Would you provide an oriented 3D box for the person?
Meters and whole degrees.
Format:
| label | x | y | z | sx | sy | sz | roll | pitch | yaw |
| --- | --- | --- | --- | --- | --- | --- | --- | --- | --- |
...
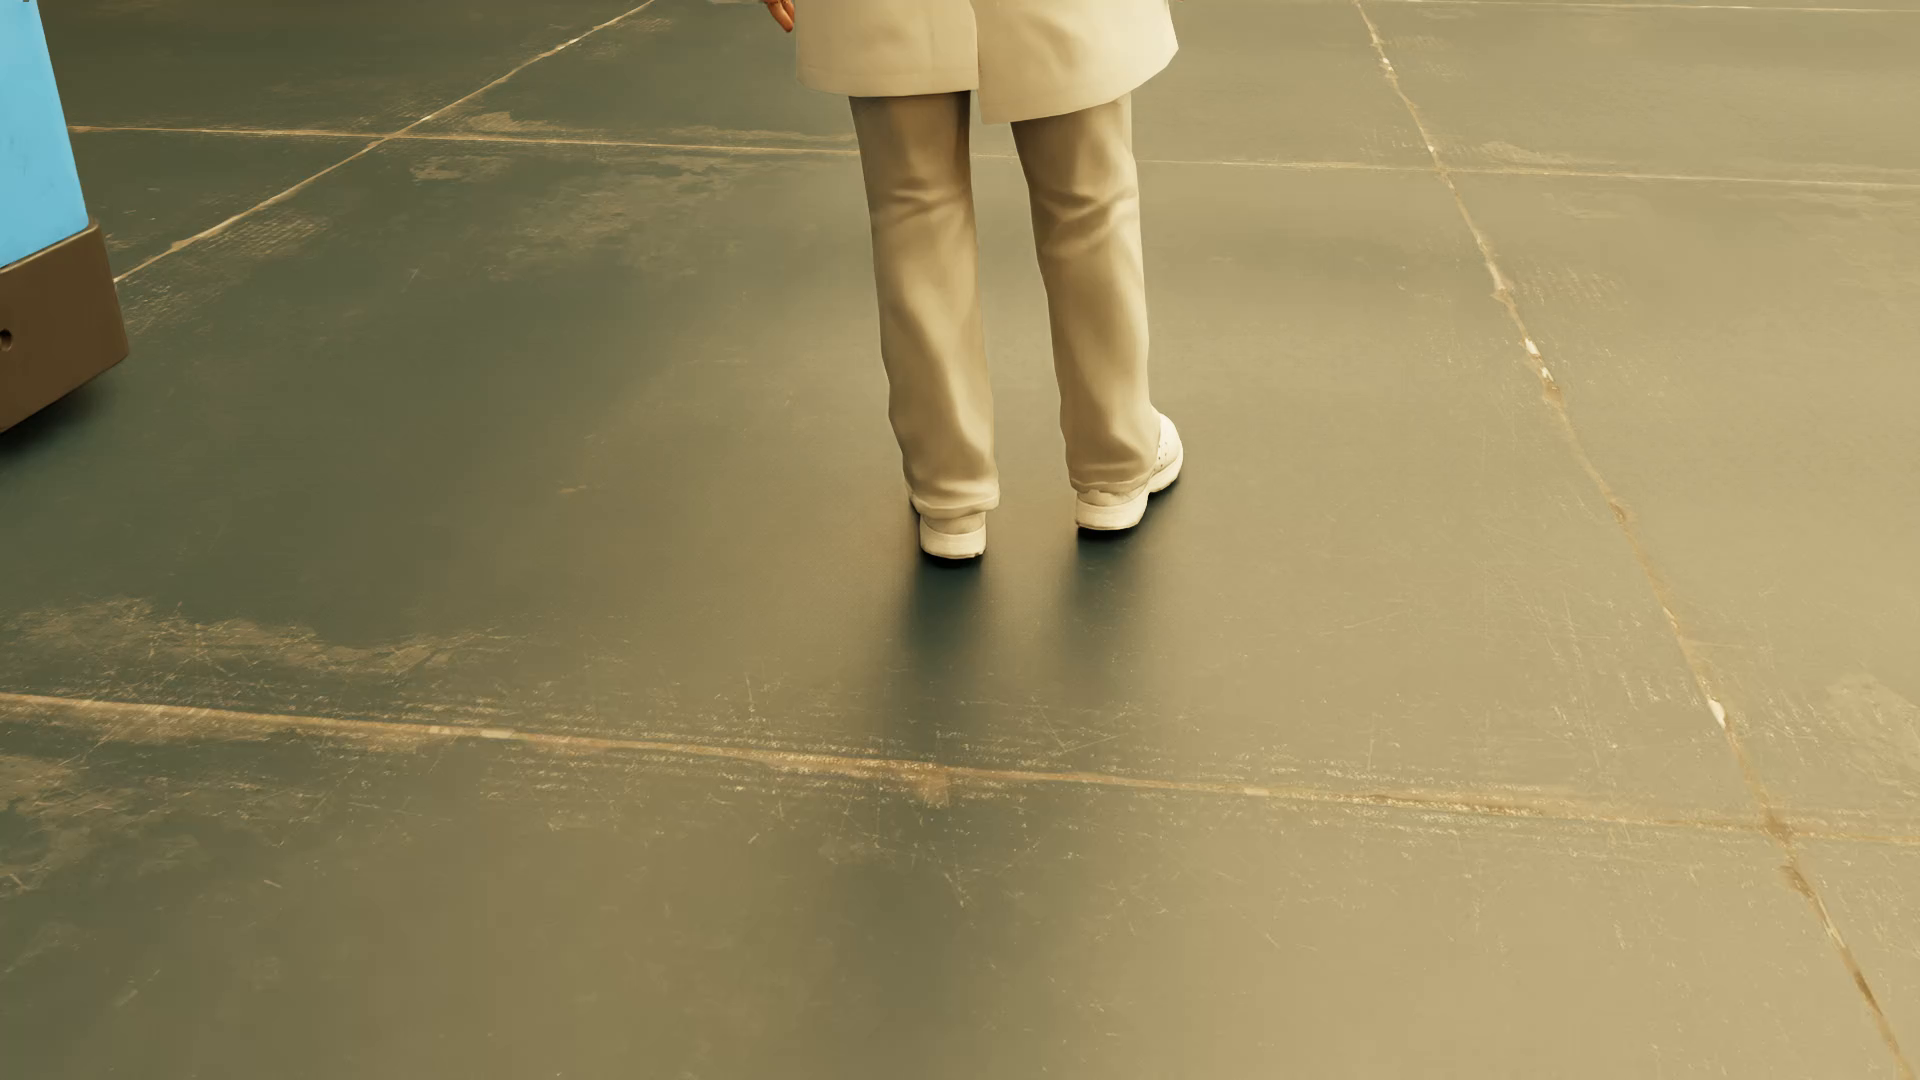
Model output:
| label | x | y | z | sx | sy | sz | roll | pitch | yaw |
| --- | --- | --- | --- | --- | --- | --- | --- | --- | --- |
| person | 0.017 | -0.841 | 2.180 | 0.694 | 1.776 | 0.581 | 3 | 27 | 7 |

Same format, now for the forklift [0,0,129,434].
| label | x | y | z | sx | sy | sz | roll | pitch | yaw |
| --- | --- | --- | --- | --- | --- | --- | --- | --- | --- |
| forklift | -3.059 | -1.467 | 2.157 | 3.031 | 2.935 | 1.130 | 3 | 27 | 7 |
